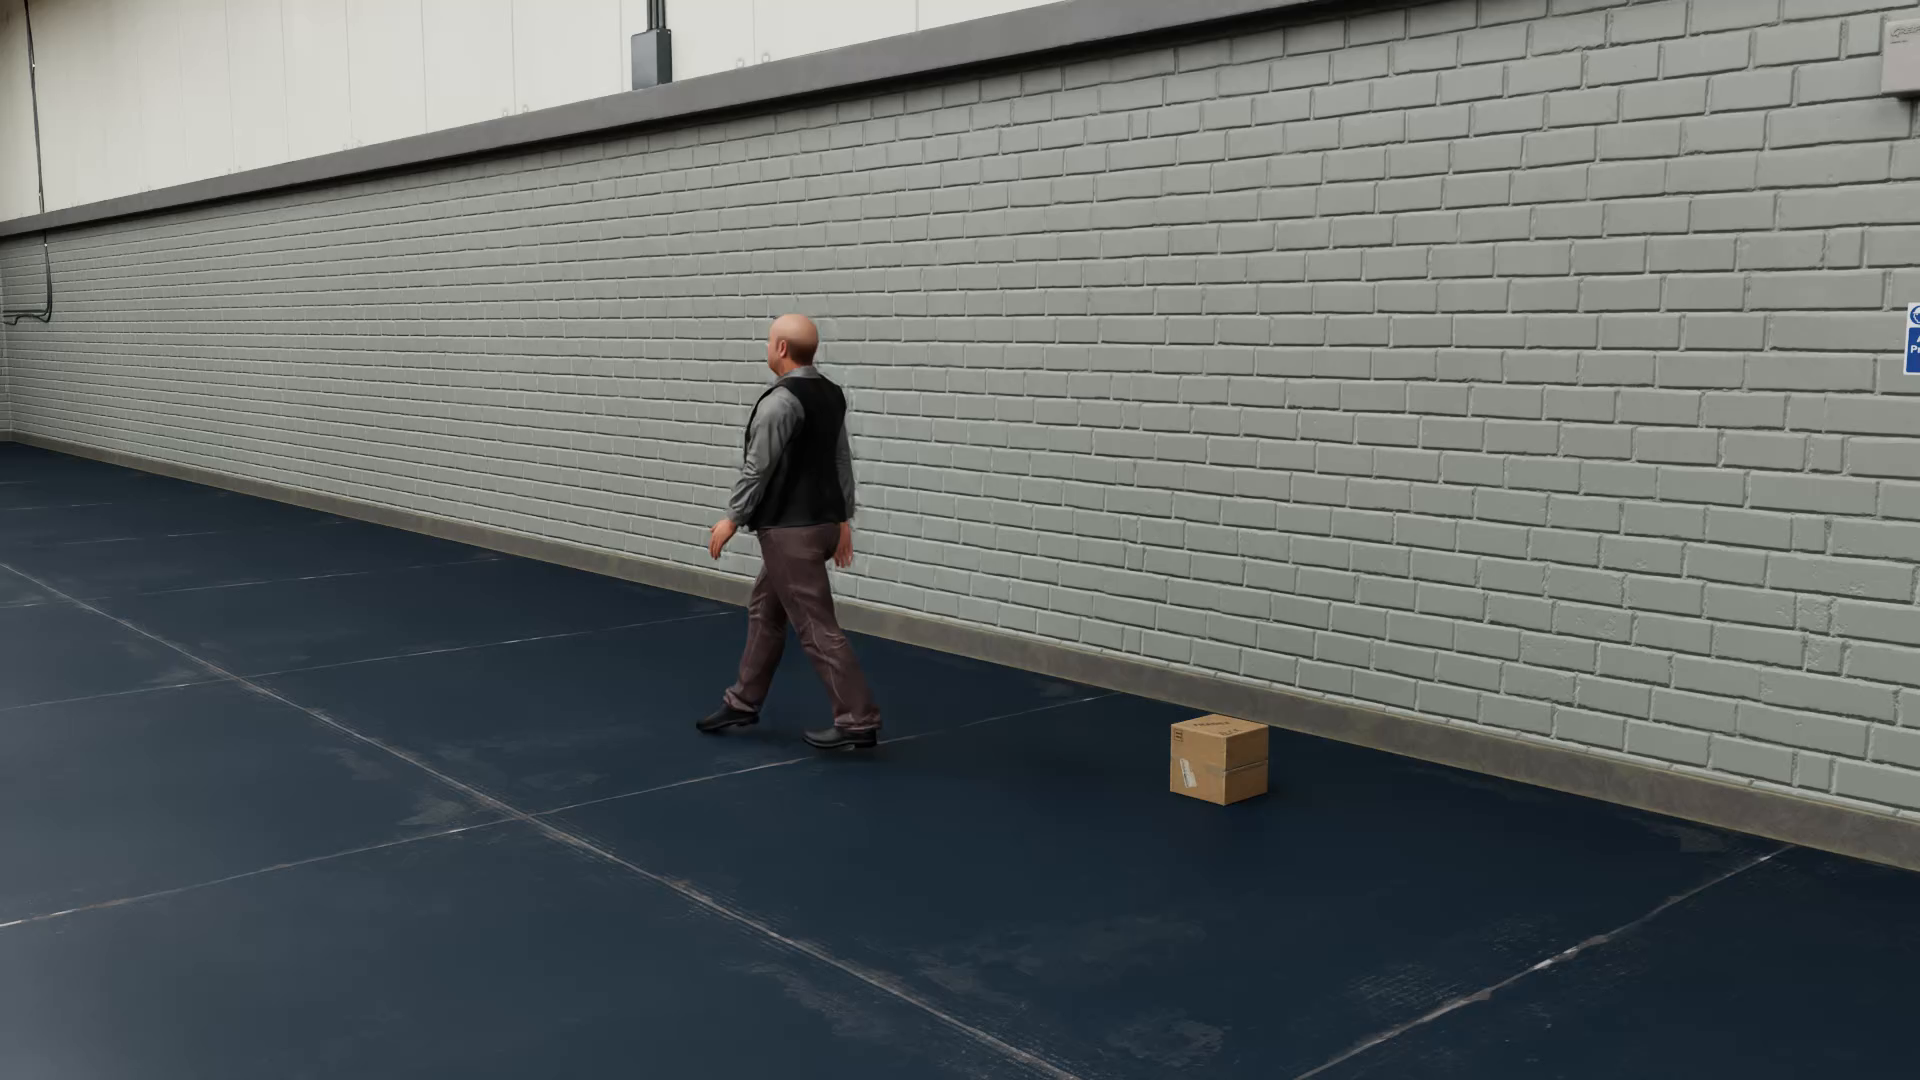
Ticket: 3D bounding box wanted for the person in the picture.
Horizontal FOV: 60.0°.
[{"bbox_3d":[-0.720,-0.027,6.535,0.899,1.710,0.555,3,8,19],"label":"person"}]
